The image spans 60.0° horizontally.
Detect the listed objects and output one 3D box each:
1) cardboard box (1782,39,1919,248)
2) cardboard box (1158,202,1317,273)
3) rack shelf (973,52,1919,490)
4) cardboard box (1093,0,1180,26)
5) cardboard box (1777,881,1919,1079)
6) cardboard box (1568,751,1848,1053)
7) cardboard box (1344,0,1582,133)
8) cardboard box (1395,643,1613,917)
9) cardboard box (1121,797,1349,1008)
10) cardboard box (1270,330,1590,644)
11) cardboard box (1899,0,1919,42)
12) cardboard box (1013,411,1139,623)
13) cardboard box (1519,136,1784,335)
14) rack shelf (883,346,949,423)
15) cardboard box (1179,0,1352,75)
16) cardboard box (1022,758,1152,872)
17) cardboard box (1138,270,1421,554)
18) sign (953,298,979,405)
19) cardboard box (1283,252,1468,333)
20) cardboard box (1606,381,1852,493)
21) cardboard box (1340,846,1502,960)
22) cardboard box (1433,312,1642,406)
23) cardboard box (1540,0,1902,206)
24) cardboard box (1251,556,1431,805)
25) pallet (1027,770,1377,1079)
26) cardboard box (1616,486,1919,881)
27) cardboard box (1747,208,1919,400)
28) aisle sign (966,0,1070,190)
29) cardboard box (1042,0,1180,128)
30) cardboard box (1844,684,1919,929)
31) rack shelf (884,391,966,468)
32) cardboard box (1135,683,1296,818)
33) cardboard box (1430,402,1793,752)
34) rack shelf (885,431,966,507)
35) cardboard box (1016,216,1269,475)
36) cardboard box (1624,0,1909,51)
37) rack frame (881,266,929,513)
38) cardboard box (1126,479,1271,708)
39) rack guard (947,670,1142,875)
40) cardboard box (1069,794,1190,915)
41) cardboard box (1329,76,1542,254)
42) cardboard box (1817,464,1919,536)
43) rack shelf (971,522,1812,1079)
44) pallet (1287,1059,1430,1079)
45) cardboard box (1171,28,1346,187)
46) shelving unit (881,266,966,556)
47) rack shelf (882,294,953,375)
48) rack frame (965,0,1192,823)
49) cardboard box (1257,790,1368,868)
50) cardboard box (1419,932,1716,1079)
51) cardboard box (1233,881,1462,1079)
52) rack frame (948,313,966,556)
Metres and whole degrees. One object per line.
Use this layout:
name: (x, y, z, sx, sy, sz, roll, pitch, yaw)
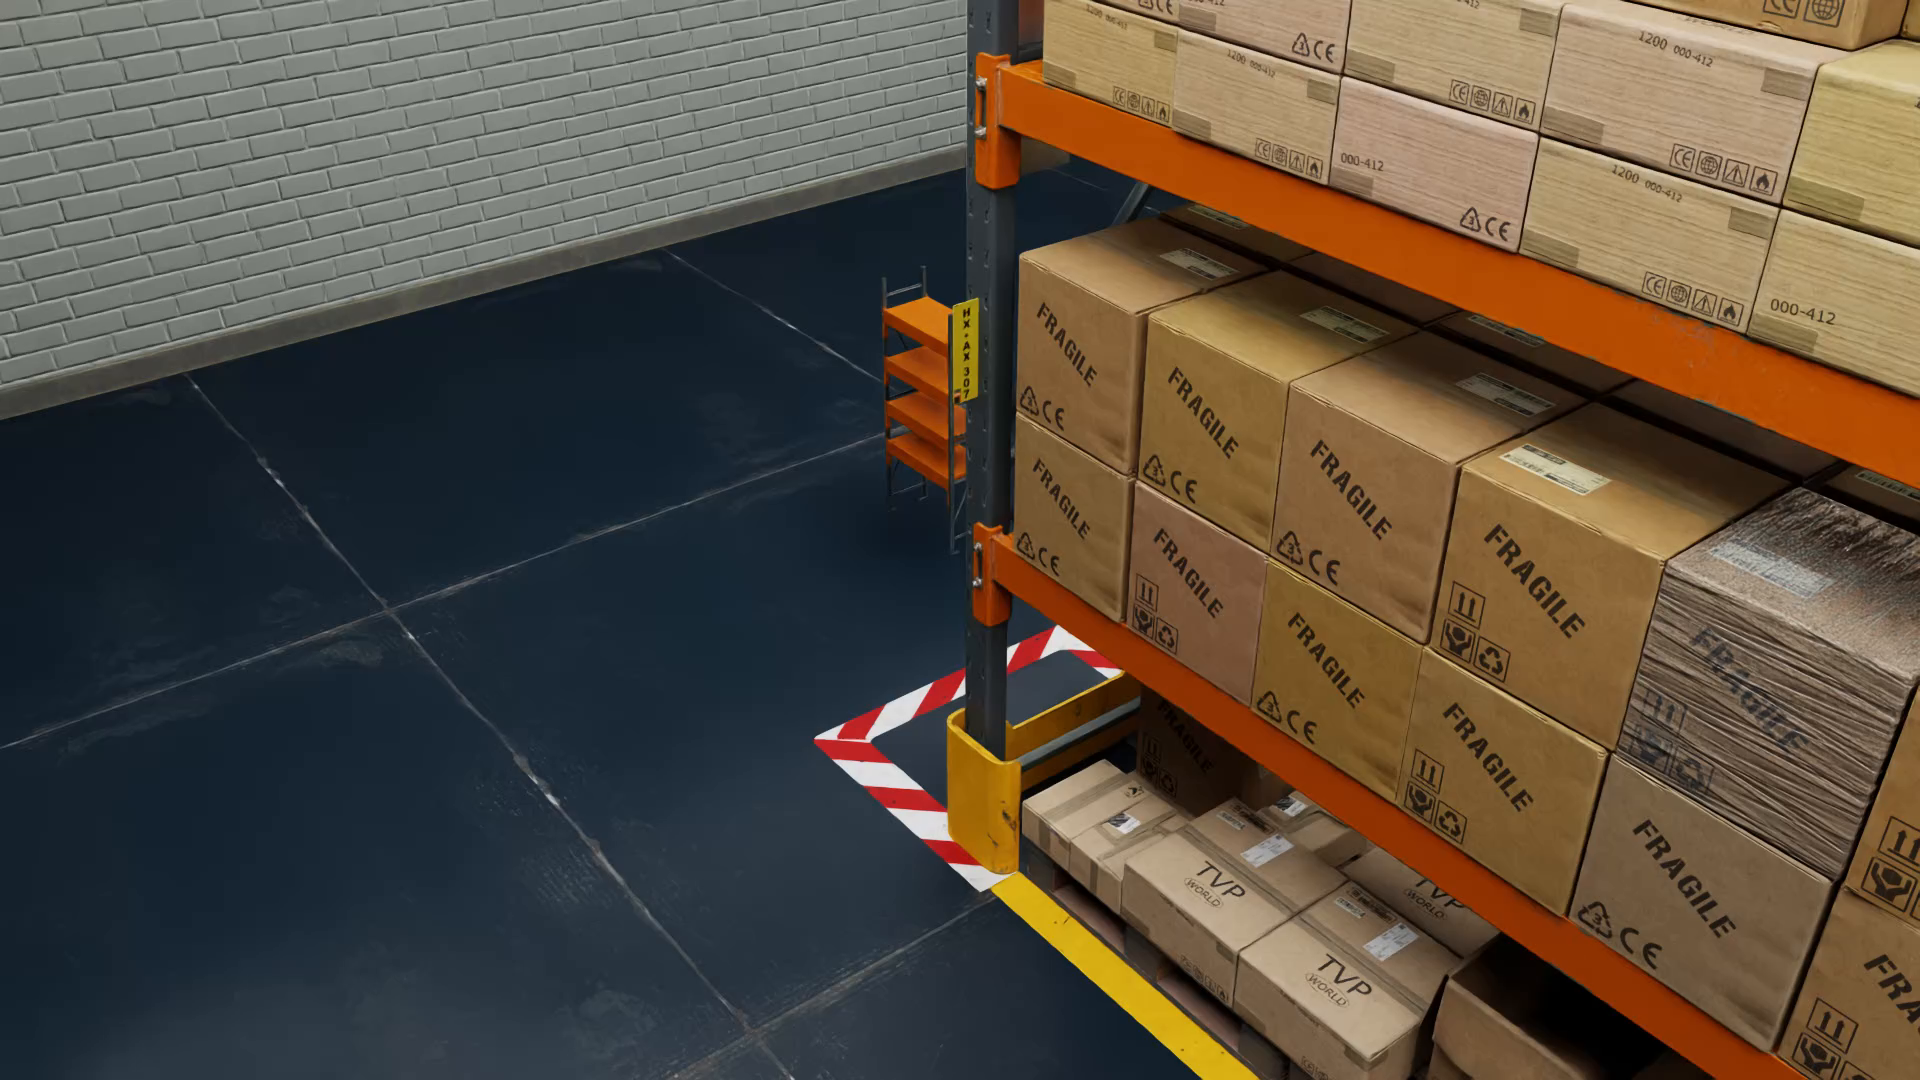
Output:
cardboard box: (1.780, -0.663, 2.800, 0.500, 0.250, 0.500, -22, 38, -31)
cardboard box: (0.939, -0.744, 5.063, 0.500, 0.500, 0.500, -23, 38, -32)
rack shelf: (1.675, -0.509, 3.565, 1.077, 0.370, 4.000, -22, 38, -31)
cardboard box: (0.558, -1.498, 4.145, 0.500, 0.250, 0.500, -22, 38, -31)
cardboard box: (2.075, 0.911, 3.345, 0.500, 0.500, 0.500, -21, 38, -30)
cardboard box: (1.758, 0.698, 3.689, 0.500, 0.500, 0.500, -21, 38, -30)
cardboard box: (1.171, -1.081, 3.473, 0.500, 0.250, 0.500, -22, 38, -31)
cardboard box: (1.444, 0.486, 4.029, 0.500, 0.500, 0.500, -22, 38, -31)
cardboard box: (0.865, 1.134, 5.270, 0.500, 0.250, 0.500, -22, 38, -31)
cardboard box: (1.142, -0.145, 4.098, 0.500, 0.500, 0.500, -22, 38, -31)
cardboard box: (2.067, -1.099, 2.791, 0.700, 0.500, 0.500, -22, 38, -31)
cardboard box: (0.512, -0.146, 5.047, 0.500, 0.500, 0.500, -21, 38, -30)
cardboard box: (1.479, -0.661, 3.271, 0.500, 0.250, 0.500, -22, 38, -31)
rack shelf: (-0.102, -0.712, 7.462, 0.258, 0.148, 0.480, -22, 38, -31)
cardboard box: (0.859, -1.288, 3.805, 0.500, 0.250, 0.500, -22, 38, -31)
cardboard box: (0.434, 0.936, 5.685, 0.380, 0.149, 0.250, -22, 38, -31)
cardboard box: (0.839, -0.355, 4.437, 0.500, 0.500, 0.500, -22, 38, -31)
sign: (0.020, -0.566, 4.997, 0.100, 0.325, 0.005, -22, 38, -31)
cardboard box: (1.249, -0.534, 4.724, 0.500, 0.500, 0.500, -21, 38, -30)
cardboard box: (1.886, -0.105, 4.034, 0.500, 0.500, 0.500, -21, 38, -30)
cardboard box: (1.535, 1.160, 5.228, 0.500, 0.250, 0.500, -22, 38, -31)
cardboard box: (1.571, -0.320, 4.379, 0.500, 0.500, 0.500, -21, 38, -30)
cardboard box: (1.474, -0.872, 3.136, 0.500, 0.250, 0.500, -22, 38, -31)
cardboard box: (1.138, 0.278, 4.365, 0.500, 0.500, 0.500, -22, 38, -32)
pallet: (0.985, 1.175, 5.659, 1.003, 0.211, 1.213, -22, 38, -31)
cardboard box: (1.762, 0.276, 3.419, 0.500, 0.500, 0.500, -22, 38, -31)
cardboard box: (1.782, -0.451, 2.933, 0.500, 0.250, 0.500, -22, 38, -31)
aisle sign: (0.175, -1.411, 4.716, 0.394, 0.787, 0.004, -22, 38, -31)
cardboard box: (0.563, -1.288, 4.280, 0.500, 0.250, 0.500, -22, 38, -31)
cardboard box: (2.071, 0.487, 3.081, 0.500, 0.500, 0.500, -23, 39, -32)
rack shelf: (-0.102, -0.522, 7.580, 0.258, 0.148, 0.480, -22, 38, -31)
cardboard box: (0.977, 0.648, 5.816, 0.500, 0.500, 0.500, -22, 38, -31)
cardboard box: (1.454, 0.066, 3.758, 0.500, 0.500, 0.500, -23, 38, -32)
rack shelf: (-0.102, -0.353, 7.685, 0.258, 0.148, 0.480, -22, 38, -31)
cardboard box: (0.512, -0.571, 4.783, 0.500, 0.500, 0.500, -21, 38, -30)
cardboard box: (1.640, -1.258, 3.047, 0.700, 0.500, 0.500, -22, 38, -31)
rack frame: (-0.251, -0.680, 7.708, 0.240, 1.200, 0.015, -22, 38, -31)
cardboard box: (0.833, 0.067, 4.704, 0.500, 0.500, 0.500, -23, 38, -32)
rack guard: (0.495, 0.720, 6.117, 1.175, 0.500, 0.348, -22, 38, -31)
cardboard box: (0.587, 1.033, 5.512, 0.380, 0.166, 0.250, -22, 38, -31)
cardboard box: (1.167, -0.867, 3.603, 0.500, 0.250, 0.500, -22, 38, -31)
cardboard box: (2.203, 0.109, 3.688, 0.500, 0.500, 0.500, -24, 39, -33)
rack shelf: (1.675, 0.765, 4.356, 1.077, 0.370, 4.000, -22, 38, -31)
pallet: (1.729, 1.683, 4.841, 1.003, 0.211, 1.213, -22, 38, -31)
cardboard box: (0.859, -1.075, 3.937, 0.500, 0.250, 0.500, -22, 38, -31)
shelving unit: (-0.102, -0.579, 7.545, 0.258, 1.200, 0.503, -22, 38, -31)
rack shelf: (-0.101, -0.913, 7.337, 0.258, 0.148, 0.480, -22, 38, -31)
rack frame: (0.449, -0.374, 5.509, 1.000, 3.000, 0.127, -22, 38, -31)
cardboard box: (1.154, 0.988, 5.585, 0.380, 0.166, 0.250, -22, 38, -31)
cardboard box: (1.745, 1.386, 4.625, 0.797, 0.503, 0.637, -22, 38, -31)
cardboard box: (1.171, 1.343, 4.934, 0.500, 0.250, 0.500, -22, 38, -31)
rack frame: (0.048, -0.477, 7.381, 0.240, 1.200, 0.015, -22, 38, -31)
